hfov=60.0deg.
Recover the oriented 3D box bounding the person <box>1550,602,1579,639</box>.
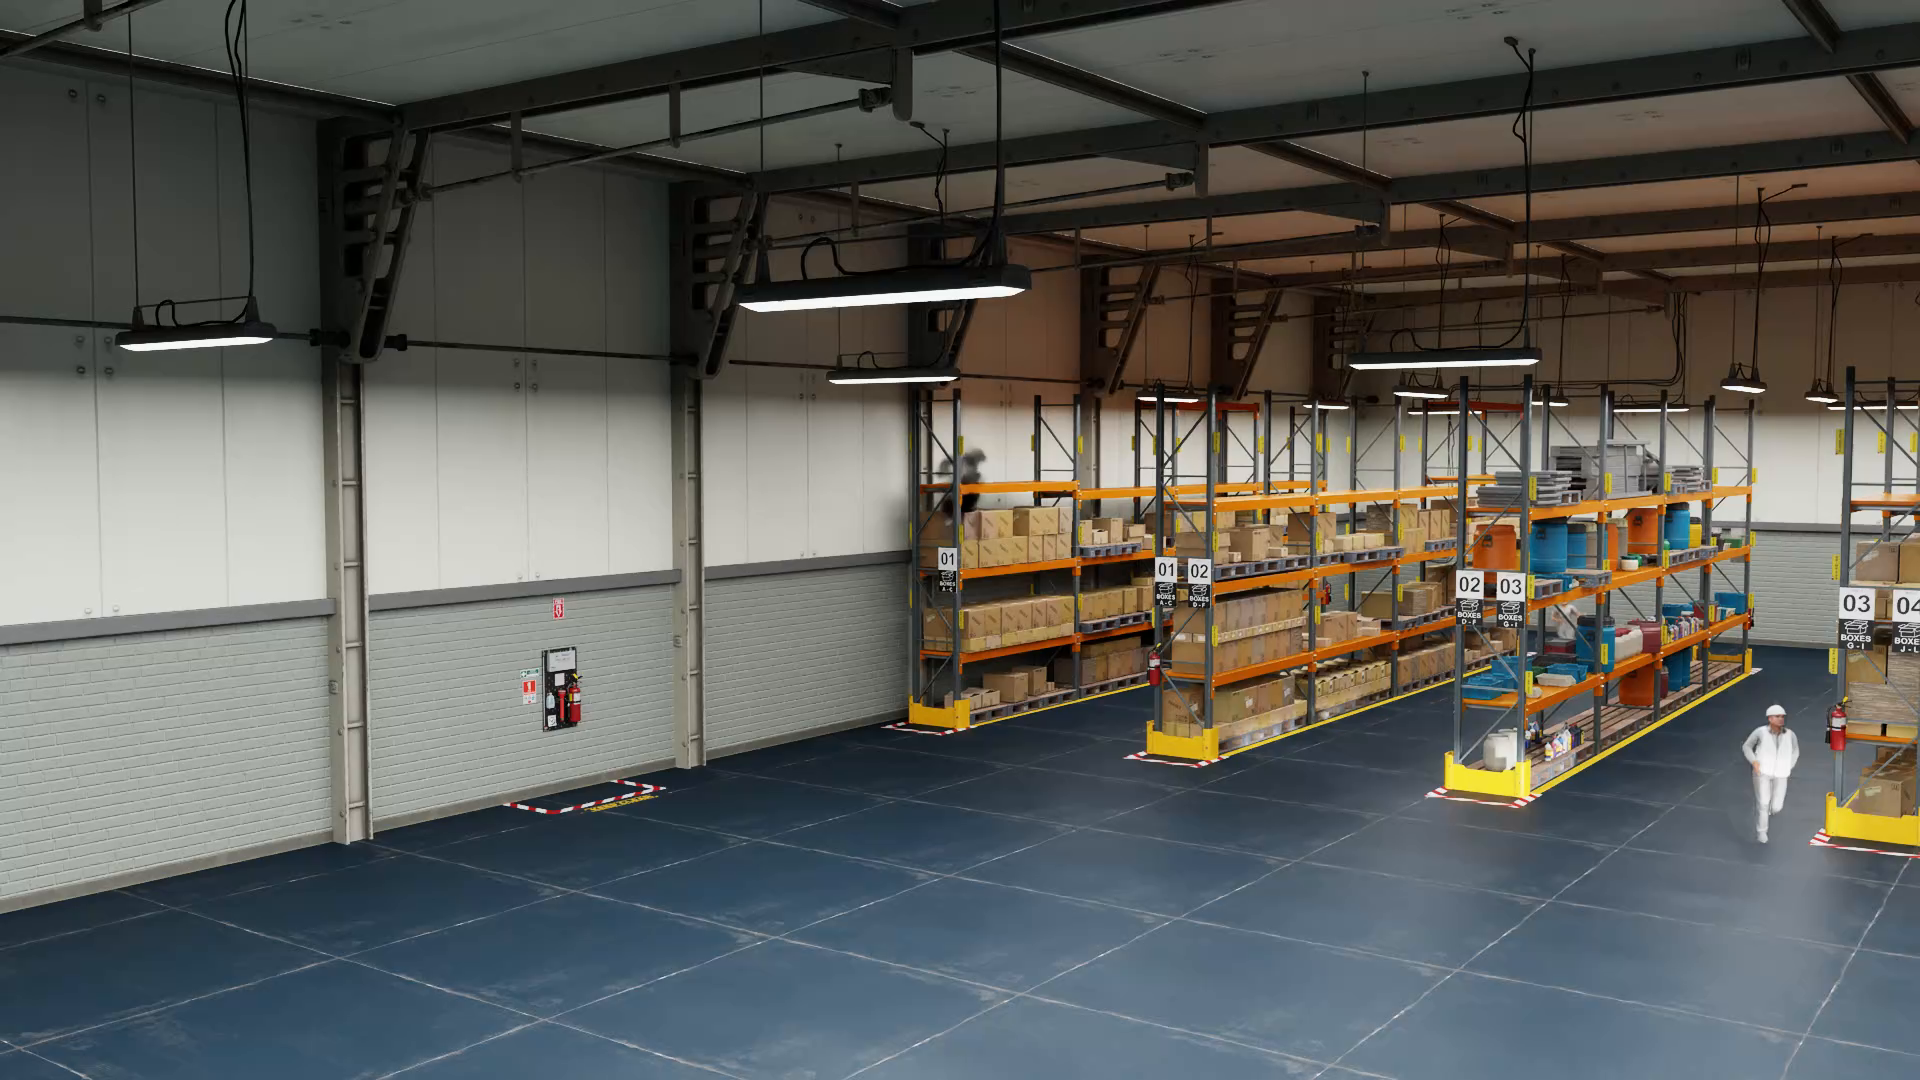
[{"bbox_3d":[13.584,2.053,37.389,0.594,1.701,0.632,1,4,25],"label":"person"}]

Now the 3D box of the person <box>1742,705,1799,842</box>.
[{"bbox_3d":[10.313,2.952,21.160,0.680,1.735,0.609,1,3,12],"label":"person"}]
